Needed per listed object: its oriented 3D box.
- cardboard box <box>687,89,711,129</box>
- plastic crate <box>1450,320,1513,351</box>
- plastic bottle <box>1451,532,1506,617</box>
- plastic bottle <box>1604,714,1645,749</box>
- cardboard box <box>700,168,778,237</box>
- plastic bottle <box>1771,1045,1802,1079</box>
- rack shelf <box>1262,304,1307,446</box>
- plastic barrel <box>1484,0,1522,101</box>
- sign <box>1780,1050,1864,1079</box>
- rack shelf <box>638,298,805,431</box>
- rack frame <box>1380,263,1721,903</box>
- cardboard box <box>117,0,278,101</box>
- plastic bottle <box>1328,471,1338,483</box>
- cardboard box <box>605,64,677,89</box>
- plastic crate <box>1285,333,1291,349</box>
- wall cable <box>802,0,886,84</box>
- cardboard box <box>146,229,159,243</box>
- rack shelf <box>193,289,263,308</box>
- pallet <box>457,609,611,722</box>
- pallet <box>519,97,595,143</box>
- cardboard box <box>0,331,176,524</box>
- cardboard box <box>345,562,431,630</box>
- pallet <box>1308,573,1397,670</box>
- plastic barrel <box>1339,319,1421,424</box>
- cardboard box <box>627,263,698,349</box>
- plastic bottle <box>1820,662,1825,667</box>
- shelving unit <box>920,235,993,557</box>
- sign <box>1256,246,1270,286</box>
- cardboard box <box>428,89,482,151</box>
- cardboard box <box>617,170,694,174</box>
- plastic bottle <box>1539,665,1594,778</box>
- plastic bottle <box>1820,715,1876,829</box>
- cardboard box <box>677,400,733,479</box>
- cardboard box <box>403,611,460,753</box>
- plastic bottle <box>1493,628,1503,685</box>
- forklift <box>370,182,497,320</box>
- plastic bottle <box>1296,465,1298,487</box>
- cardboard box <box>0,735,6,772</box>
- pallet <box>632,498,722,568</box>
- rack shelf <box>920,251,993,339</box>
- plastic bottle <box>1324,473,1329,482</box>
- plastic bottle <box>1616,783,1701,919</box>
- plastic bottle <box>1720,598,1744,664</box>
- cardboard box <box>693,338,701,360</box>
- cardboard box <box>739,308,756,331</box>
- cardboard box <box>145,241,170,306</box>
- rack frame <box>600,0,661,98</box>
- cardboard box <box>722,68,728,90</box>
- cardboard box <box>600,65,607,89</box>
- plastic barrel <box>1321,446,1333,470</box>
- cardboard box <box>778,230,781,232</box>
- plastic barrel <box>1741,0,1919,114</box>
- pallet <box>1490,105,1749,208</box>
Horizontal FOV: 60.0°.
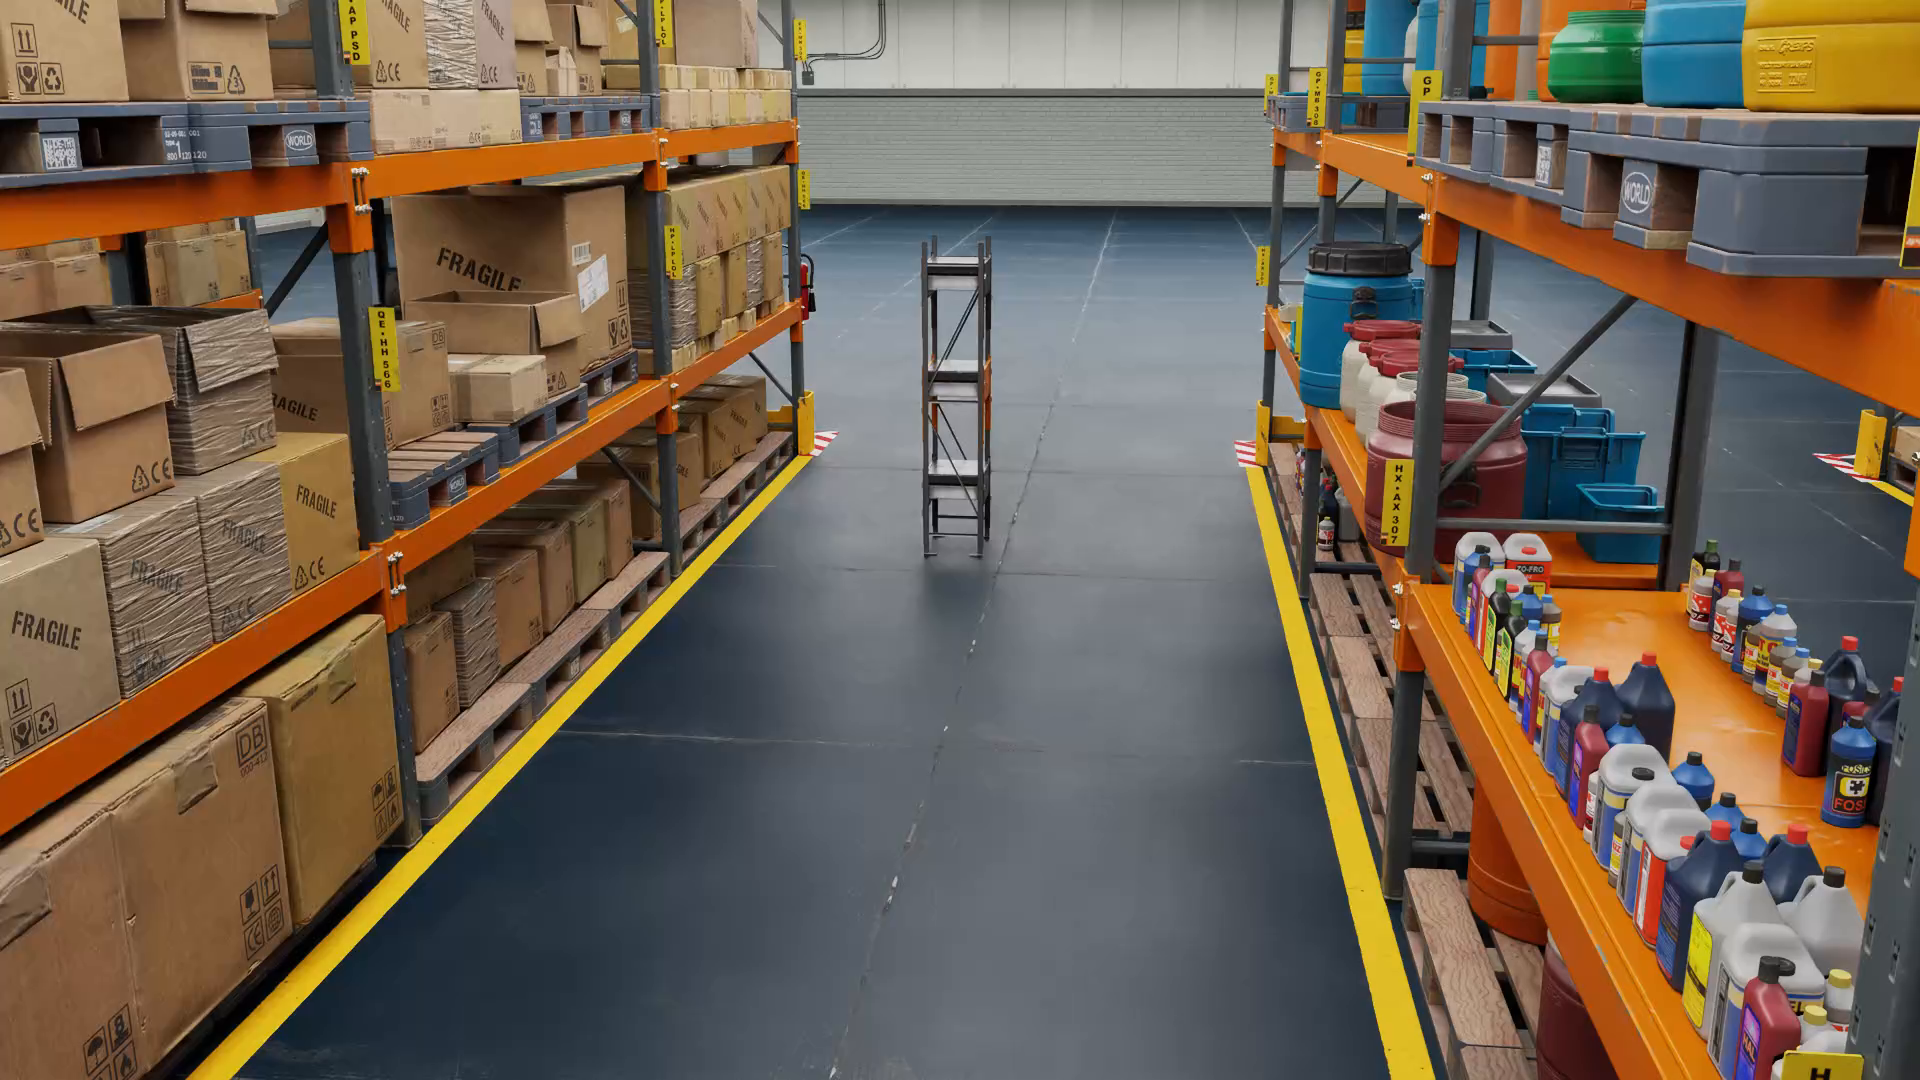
[{"bbox_3d":[-1.957,-2.849,10.992,0.500,0.250,0.500,2,15,6],"label":"cardboard box"},{"bbox_3d":[2.854,-0.977,9.407,0.402,0.464,0.583,2,15,6],"label":"plastic crate"},{"bbox_3d":[1.783,0.119,5.713,0.152,0.276,0.135,2,15,6],"label":"plastic bottle"},{"bbox_3d":[1.626,0.560,4.091,0.097,0.271,0.097,0,15,0],"label":"plastic bottle"},{"bbox_3d":[-1.732,-2.659,13.072,0.500,0.500,0.500,2,15,6],"label":"cardboard box"},{"bbox_3d":[1.411,0.947,2.793,0.097,0.201,0.097,0,15,0],"label":"plastic bottle"},{"bbox_3d":[2.830,-1.252,11.925,1.077,0.370,4.000,2,15,6],"label":"rack shelf"},{"bbox_3d":[2.535,-2.075,7.020,0.600,0.830,0.708,2,15,6],"label":"plastic barrel"},{"bbox_3d":[1.156,0.844,2.265,0.100,0.325,0.005,2,15,6],"label":"sign"},{"bbox_3d":[-2.091,-1.398,12.465,1.077,0.370,4.000,2,15,6],"label":"rack shelf"},{"bbox_3d":[2.153,-0.043,6.076,1.000,3.000,0.127,2,15,6],"label":"rack frame"},{"bbox_3d":[-2.765,-1.730,5.563,0.797,0.503,0.637,3,15,10],"label":"cardboard box"},{"bbox_3d":[2.577,-0.330,11.497,0.061,0.283,0.133,2,15,6],"label":"plastic bottle"},{"bbox_3d":[-1.974,-2.870,10.307,0.380,0.149,0.250,1,15,5],"label":"cardboard box"},{"bbox_3d":[2.536,-1.382,11.532,0.530,0.136,0.437,2,15,6],"label":"plastic crate"},{"bbox_3d":[-3.156,-15.307,44.516,2.305,6.003,0.169,2,15,6],"label":"wall cable"},{"bbox_3d":[-7.031,-2.649,13.354,0.875,0.550,0.550,2,15,6],"label":"cardboard box"},{"bbox_3d":[-7.008,-1.571,13.102,1.077,0.370,4.000,2,15,6],"label":"rack shelf"},{"bbox_3d":[-2.538,0.639,8.896,1.003,0.211,1.213,2,15,6],"label":"pallet"},{"bbox_3d":[-2.606,-2.158,8.510,1.213,0.211,1.003,2,15,6],"label":"pallet"},{"bbox_3d":[-2.943,-0.364,5.148,0.797,0.503,0.637,2,15,8],"label":"cardboard box"},{"bbox_3d":[-2.722,0.268,7.433,0.500,0.250,0.500,2,15,9],"label":"cardboard box"},{"bbox_3d":[2.555,0.470,9.519,1.003,0.211,1.213,2,15,6],"label":"pallet"},{"bbox_3d":[2.279,-0.905,9.001,0.433,0.535,0.433,0,15,0],"label":"plastic barrel"},{"bbox_3d":[-2.204,-1.534,10.826,0.875,0.500,0.500,2,15,6],"label":"cardboard box"},{"bbox_3d":[2.403,0.427,4.561,0.061,0.283,0.133,2,15,6],"label":"plastic bottle"},{"bbox_3d":[-0.019,-0.971,11.229,0.431,2.100,0.503,2,15,6],"label":"shelving unit"},{"bbox_3d":[2.510,-2.269,13.778,0.100,0.325,0.005,2,15,6],"label":"sign"},{"bbox_3d":[-2.404,-1.812,7.159,0.500,0.250,0.500,2,15,8],"label":"cardboard box"},{"bbox_3d":[-2.317,-2.545,12.650,0.500,0.500,0.500,2,15,6],"label":"cardboard box"},{"bbox_3d":[1.627,0.479,4.382,0.152,0.276,0.135,2,15,6],"label":"plastic bottle"},{"bbox_3d":[2.182,0.563,4.080,0.097,0.271,0.097,0,15,0],"label":"plastic bottle"},{"bbox_3d":[-2.075,-0.781,12.788,0.500,0.500,0.500,3,15,11],"label":"cardboard box"},{"bbox_3d":[-2.712,0.631,7.530,0.700,0.500,0.500,1,15,3],"label":"cardboard box"},{"bbox_3d":[1.676,0.339,5.042,0.097,0.201,0.097,0,15,0],"label":"plastic bottle"},{"bbox_3d":[-4.361,-2.040,13.593,1.130,2.935,3.031,3,15,10],"label":"forklift"},{"bbox_3d":[2.530,-0.492,12.253,0.097,0.201,0.097,0,15,0],"label":"plastic bottle"},{"bbox_3d":[-2.806,0.428,4.142,0.500,0.500,0.500,1,15,5],"label":"cardboard box"},{"bbox_3d":[-2.276,-0.056,11.465,1.003,0.211,1.213,2,15,6],"label":"pallet"},{"bbox_3d":[-0.019,-1.633,11.050,0.431,0.518,0.480,2,15,6],"label":"rack shelf"},{"bbox_3d":[2.471,-0.330,11.509,0.152,0.276,0.135,2,15,7],"label":"plastic bottle"},{"bbox_3d":[1.539,0.682,3.632,0.152,0.276,0.135,2,15,6],"label":"plastic bottle"},{"bbox_3d":[2.463,0.284,5.244,0.097,0.201,0.097,0,15,0],"label":"plastic bottle"},{"bbox_3d":[-1.952,-1.283,11.140,0.380,0.149,0.250,2,15,6],"label":"cardboard box"},{"bbox_3d":[-1.757,-1.671,12.576,0.380,0.149,0.250,2,15,6],"label":"cardboard box"},{"bbox_3d":[-7.007,-2.127,13.493,0.875,0.550,0.550,2,15,6],"label":"cardboard box"},{"bbox_3d":[-2.317,-4.123,9.669,1.000,3.000,0.127,2,15,6],"label":"rack frame"},{"bbox_3d":[-1.869,-3.277,11.812,0.380,0.149,0.250,2,15,8],"label":"cardboard box"},{"bbox_3d":[-2.446,-2.954,10.618,0.380,0.149,0.250,2,15,7],"label":"cardboard box"},{"bbox_3d":[3.001,-0.817,12.899,0.421,0.512,0.421,0,15,0],"label":"plastic barrel"},{"bbox_3d":[-1.955,-2.314,13.713,0.875,0.500,0.500,2,15,6],"label":"cardboard box"},{"bbox_3d":[1.603,-0.990,2.666,0.600,0.588,0.600,0,15,0],"label":"plastic barrel"},{"bbox_3d":[1.818,-0.863,3.723,1.003,0.211,1.213,2,15,6],"label":"pallet"}]
